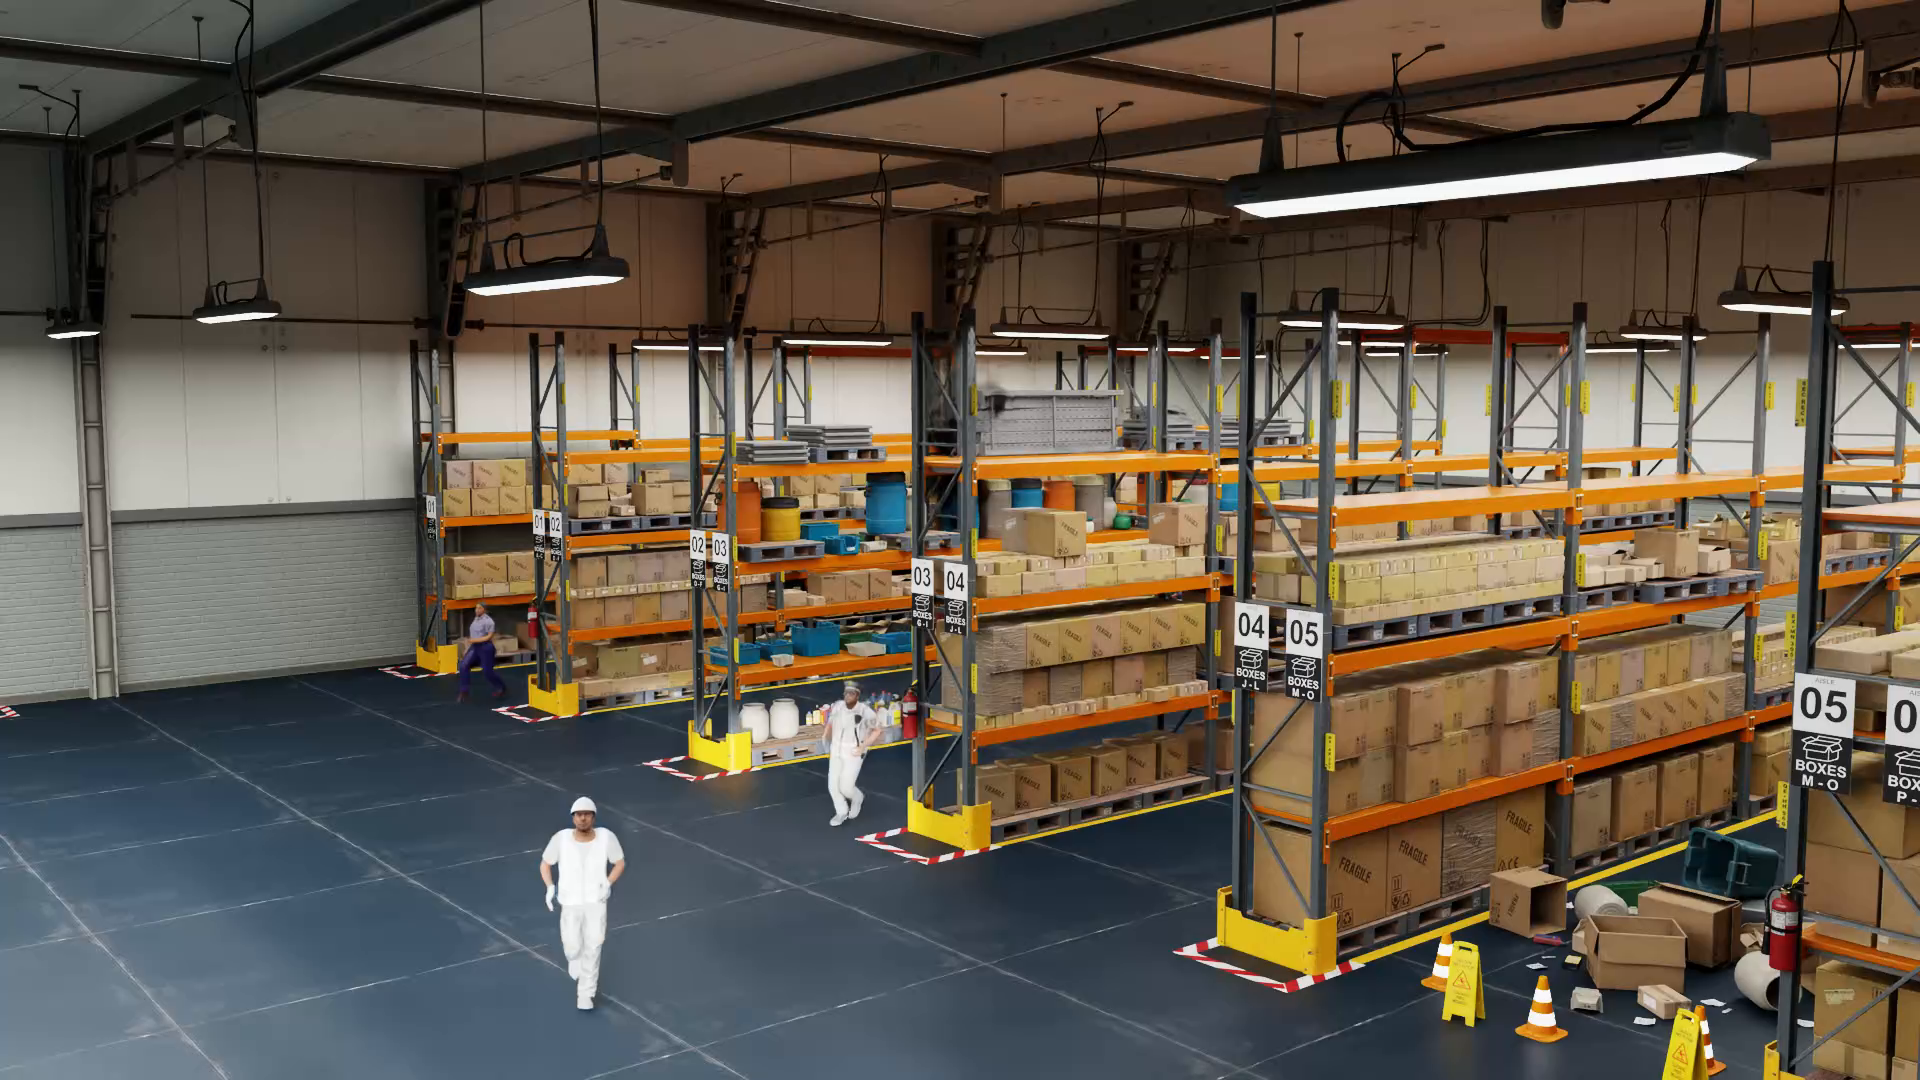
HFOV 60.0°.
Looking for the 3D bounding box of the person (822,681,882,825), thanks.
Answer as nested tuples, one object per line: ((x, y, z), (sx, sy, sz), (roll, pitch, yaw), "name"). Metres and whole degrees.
((-1.305, 2.500, 19.561), (0.682, 1.732, 0.638), (3, 6, 29), "person")

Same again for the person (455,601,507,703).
((-7.834, 1.837, 27.266), (0.607, 1.688, 0.793), (5, 7, 41), "person")

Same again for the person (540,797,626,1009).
((-3.151, 3.012, 13.946), (0.702, 1.740, 0.637), (-1, 5, -15), "person")
